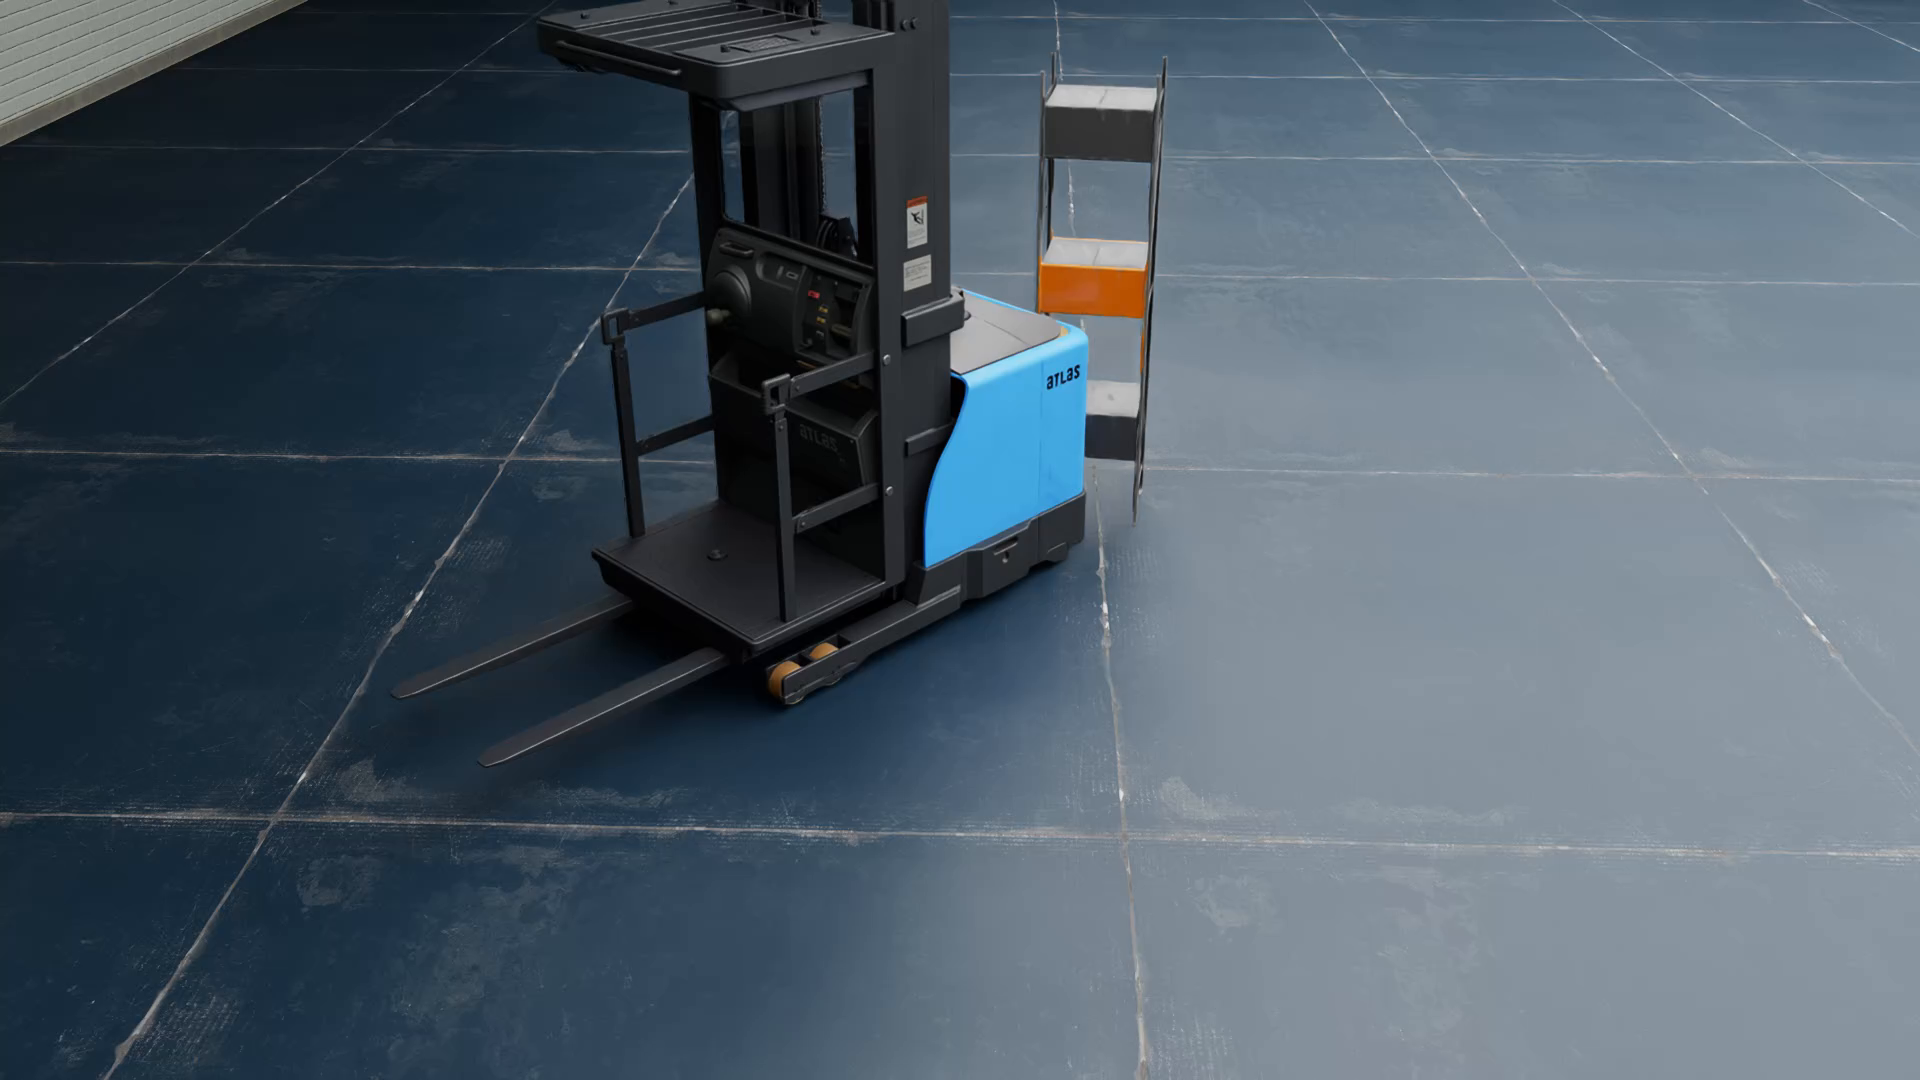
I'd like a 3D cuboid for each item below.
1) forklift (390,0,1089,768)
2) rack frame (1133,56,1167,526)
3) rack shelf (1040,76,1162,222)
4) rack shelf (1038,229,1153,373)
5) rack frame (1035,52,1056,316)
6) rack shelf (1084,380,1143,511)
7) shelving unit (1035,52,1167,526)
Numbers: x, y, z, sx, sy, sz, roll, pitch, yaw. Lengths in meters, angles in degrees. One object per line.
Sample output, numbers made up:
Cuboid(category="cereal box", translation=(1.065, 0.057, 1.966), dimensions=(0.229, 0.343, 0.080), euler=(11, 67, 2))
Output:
Cuboid(category="forklift", translation=(-0.824, -0.921, 6.358), dimensions=(1.130, 2.935, 3.031), euler=(25, 37, 38))
Cuboid(category="rack frame", translation=(0.861, -1.089, 7.562), dimensions=(0.015, 2.100, 0.400), euler=(5, 28, 9))
Cuboid(category="rack shelf", translation=(0.621, -1.715, 7.278), dimensions=(0.480, 0.518, 0.431), euler=(5, 28, 9))
Cuboid(category="rack shelf", translation=(0.621, -1.096, 7.605), dimensions=(0.480, 0.518, 0.431), euler=(5, 28, 9))
Cuboid(category="rack frame", translation=(0.380, -1.128, 7.636), dimensions=(0.015, 2.100, 0.400), euler=(5, 28, 9))
Cuboid(category="rack shelf", translation=(0.621, -0.478, 7.933), dimensions=(0.480, 0.518, 0.431), euler=(5, 28, 9))
Cuboid(category="shelving unit", translation=(0.621, -1.108, 7.599), dimensions=(0.503, 2.100, 0.431), euler=(5, 28, 9))
